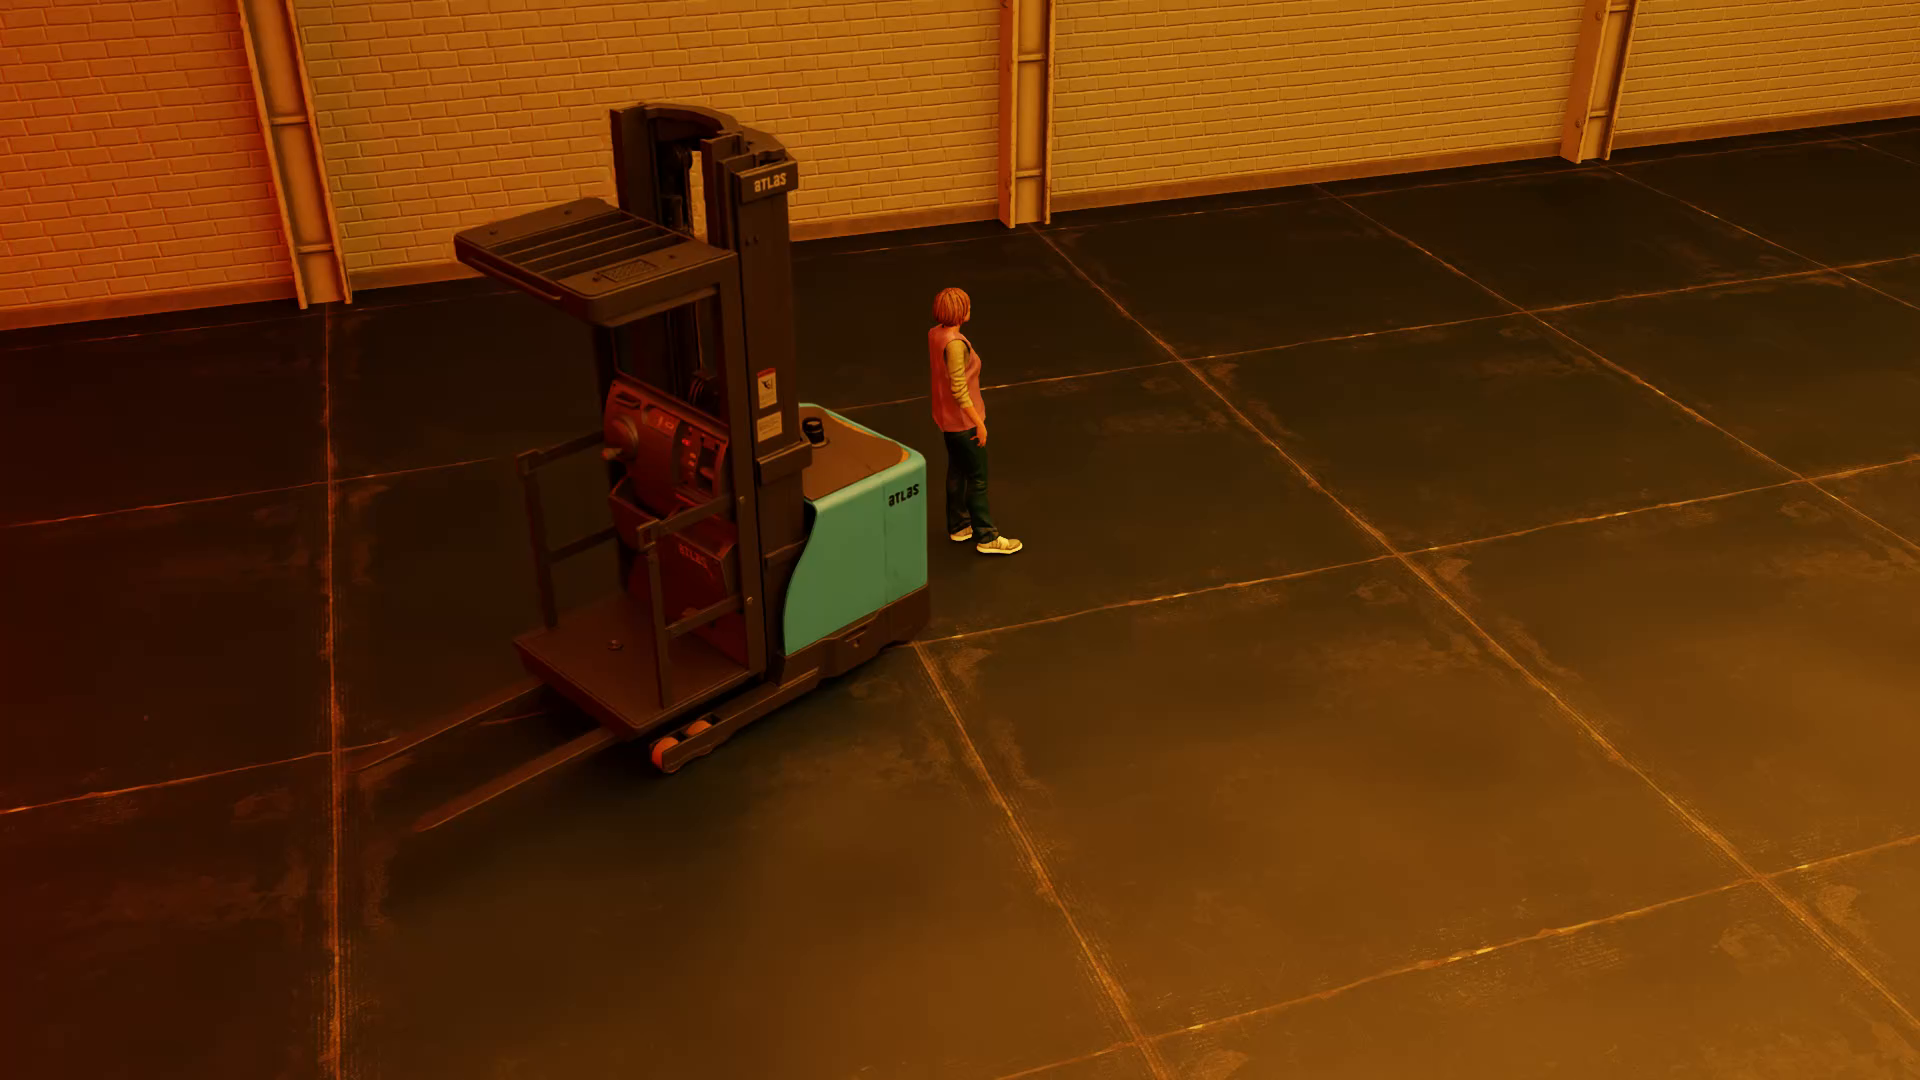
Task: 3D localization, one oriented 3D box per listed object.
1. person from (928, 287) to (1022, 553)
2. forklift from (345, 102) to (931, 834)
[{"bbox_3d":[0.075,-0.704,9.632,0.475,1.598,0.519,-10,31,-16],"label":"person"},{"bbox_3d":[-1.560,-0.435,7.843,3.031,2.935,1.130,-26,39,-38],"label":"forklift"}]
